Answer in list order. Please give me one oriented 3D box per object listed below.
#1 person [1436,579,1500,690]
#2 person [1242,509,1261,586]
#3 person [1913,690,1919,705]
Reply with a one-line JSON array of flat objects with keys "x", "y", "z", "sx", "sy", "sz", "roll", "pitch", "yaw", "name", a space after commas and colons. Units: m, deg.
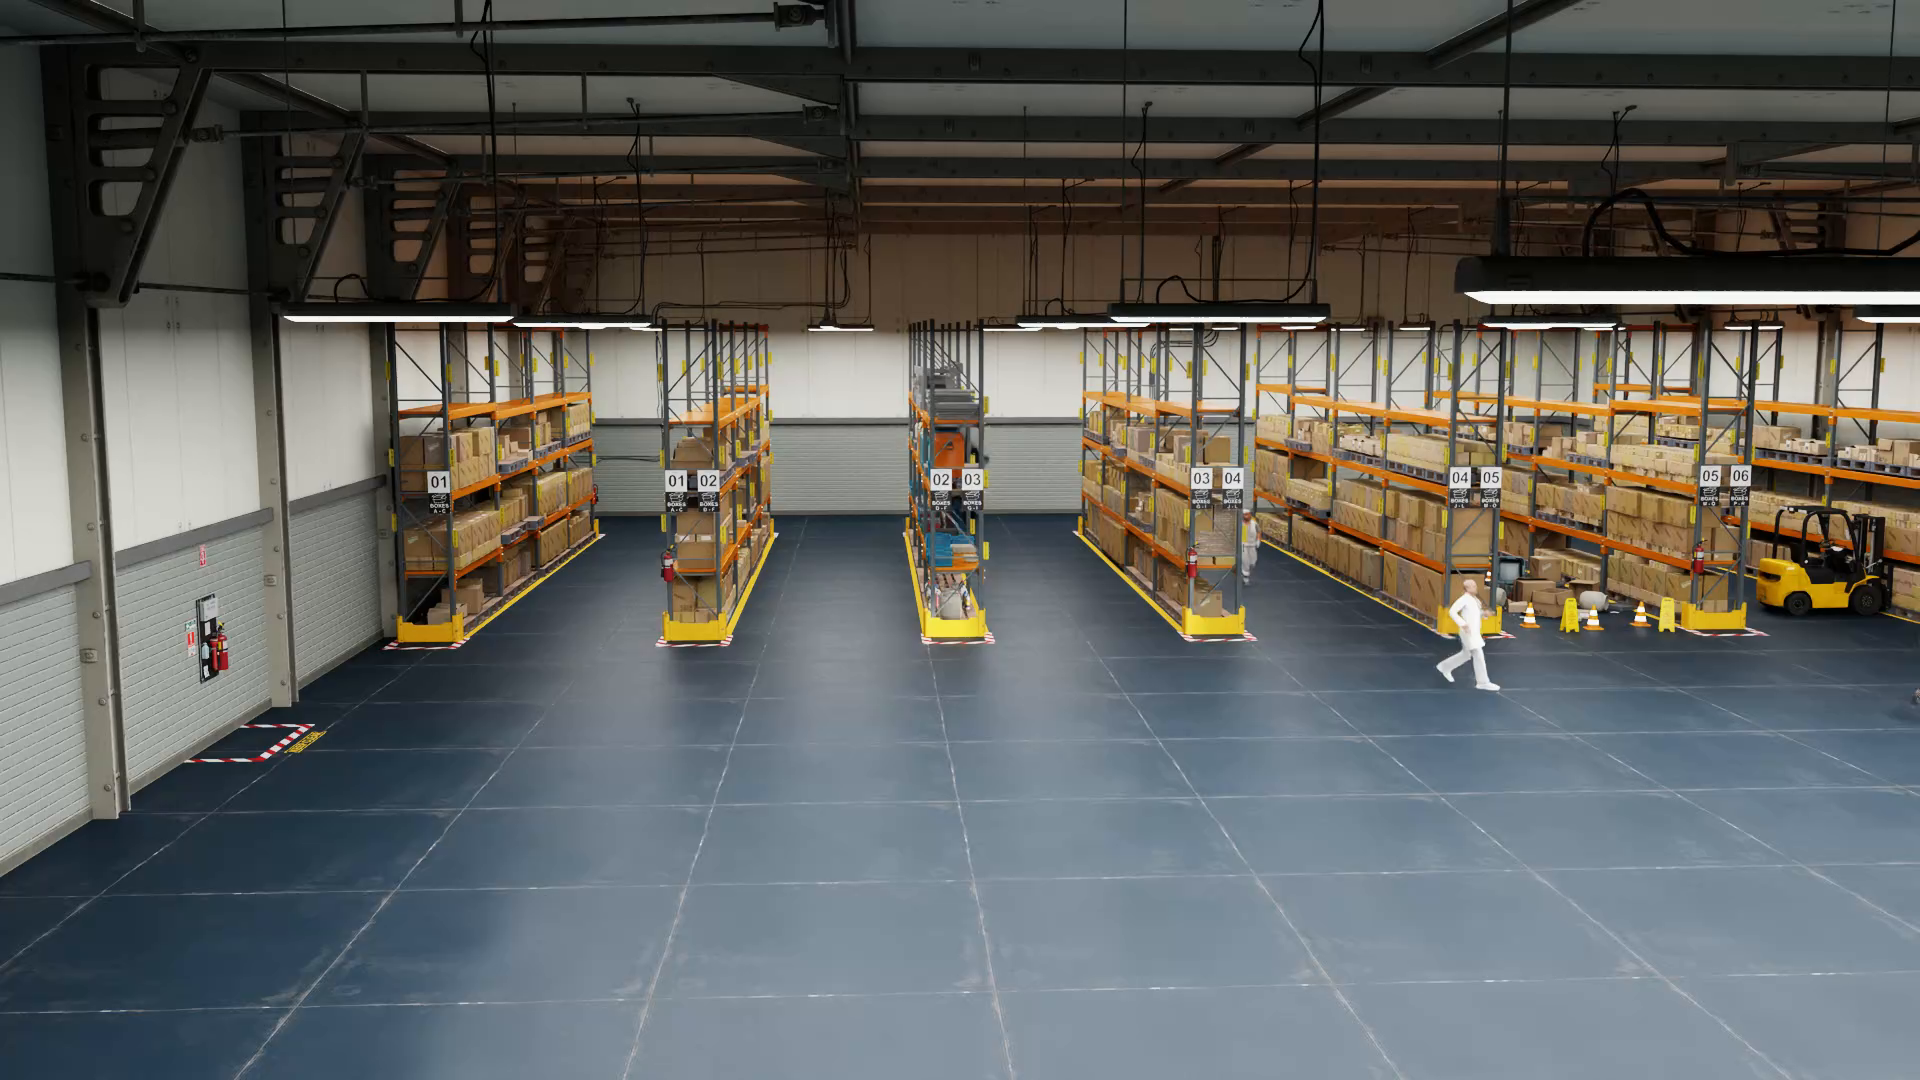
[{"x": 8.225, "y": 1.508, "z": 26.861, "sx": 1.061, "sy": 1.753, "sz": 0.708, "roll": 4, "pitch": 8, "yaw": 30, "name": "person"}, {"x": 6.573, "y": 0.151, "z": 38.119, "sx": 0.659, "sy": 1.759, "sz": 0.675, "roll": -1, "pitch": 7, "yaw": -5, "name": "person"}, {"x": 14.605, "y": 1.862, "z": 24.558, "sx": 0.847, "sy": 1.721, "sz": 0.662, "roll": 6, "pitch": 9, "yaw": 40, "name": "person"}]
